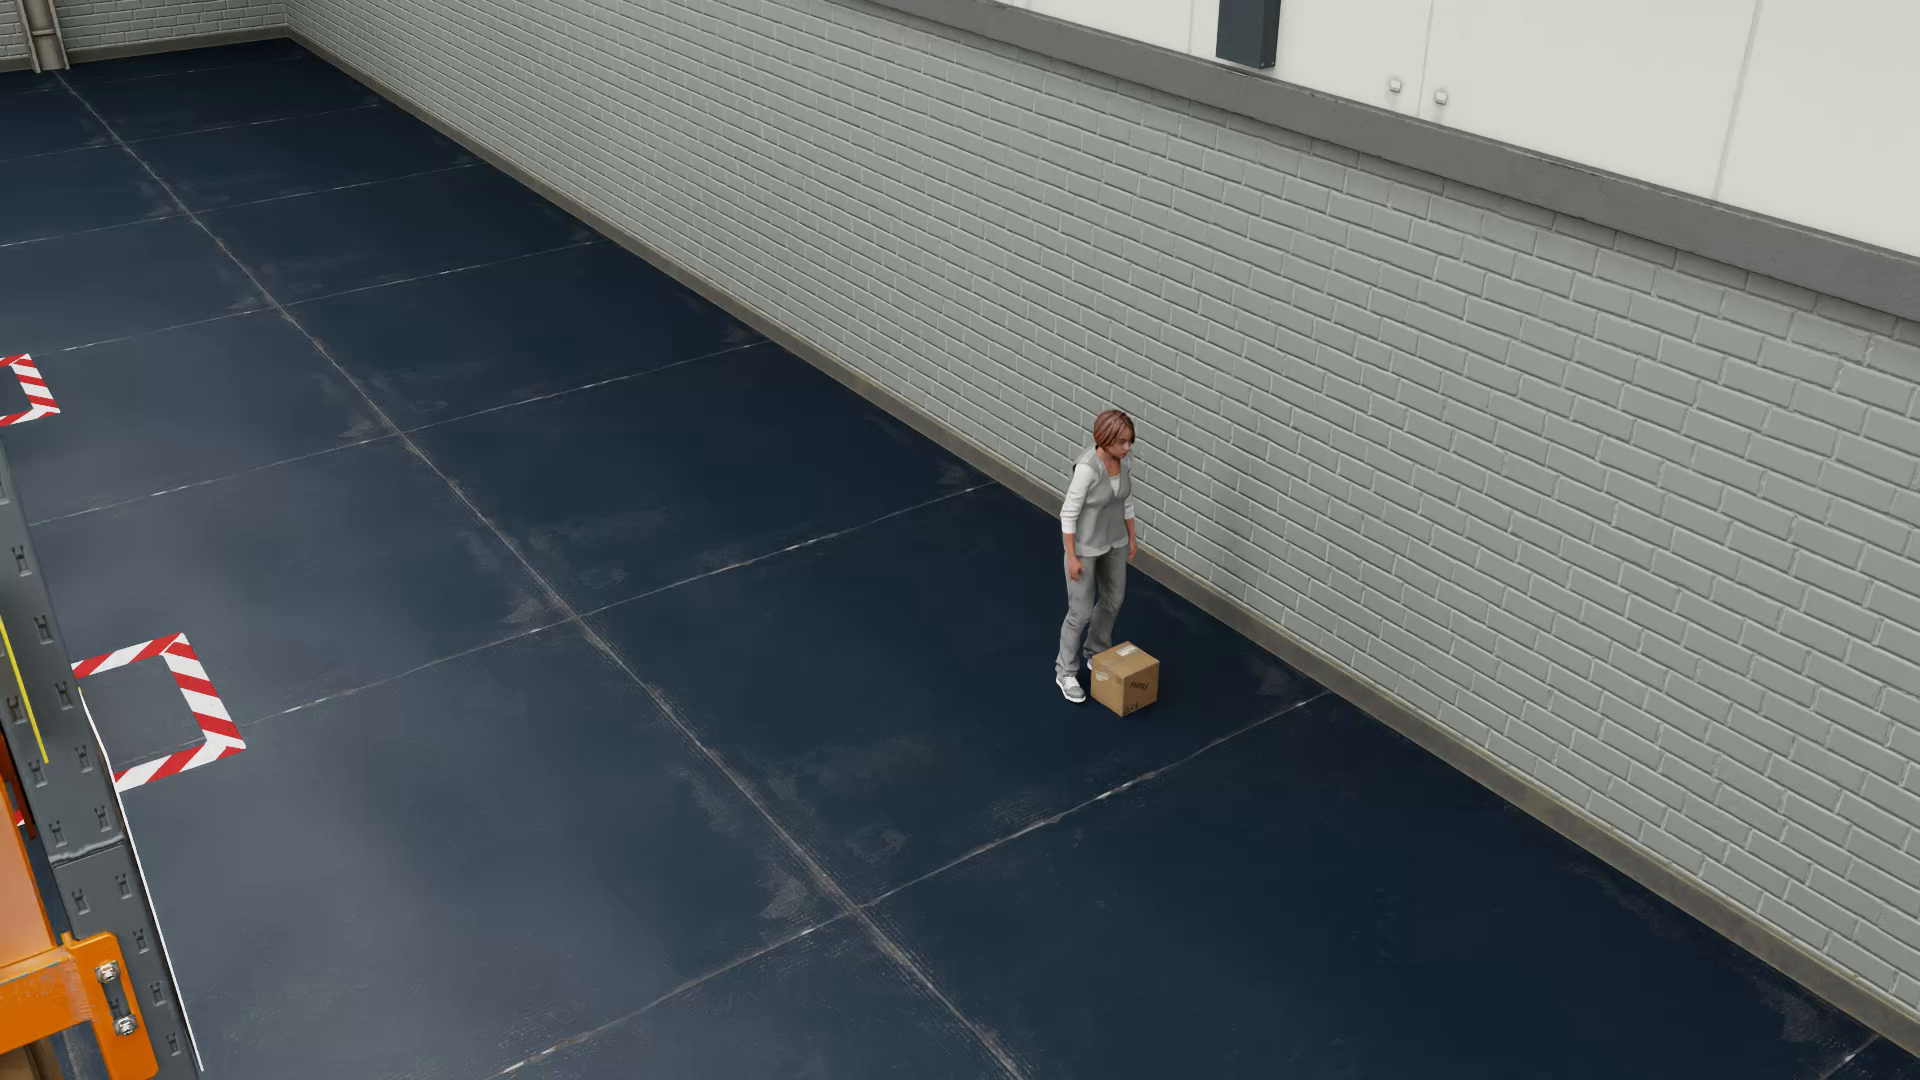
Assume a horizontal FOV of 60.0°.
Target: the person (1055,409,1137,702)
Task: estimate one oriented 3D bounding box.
[{"bbox_3d":[0.709,0.048,8.549,0.480,1.593,0.345,-20,35,-32],"label":"person"}]
